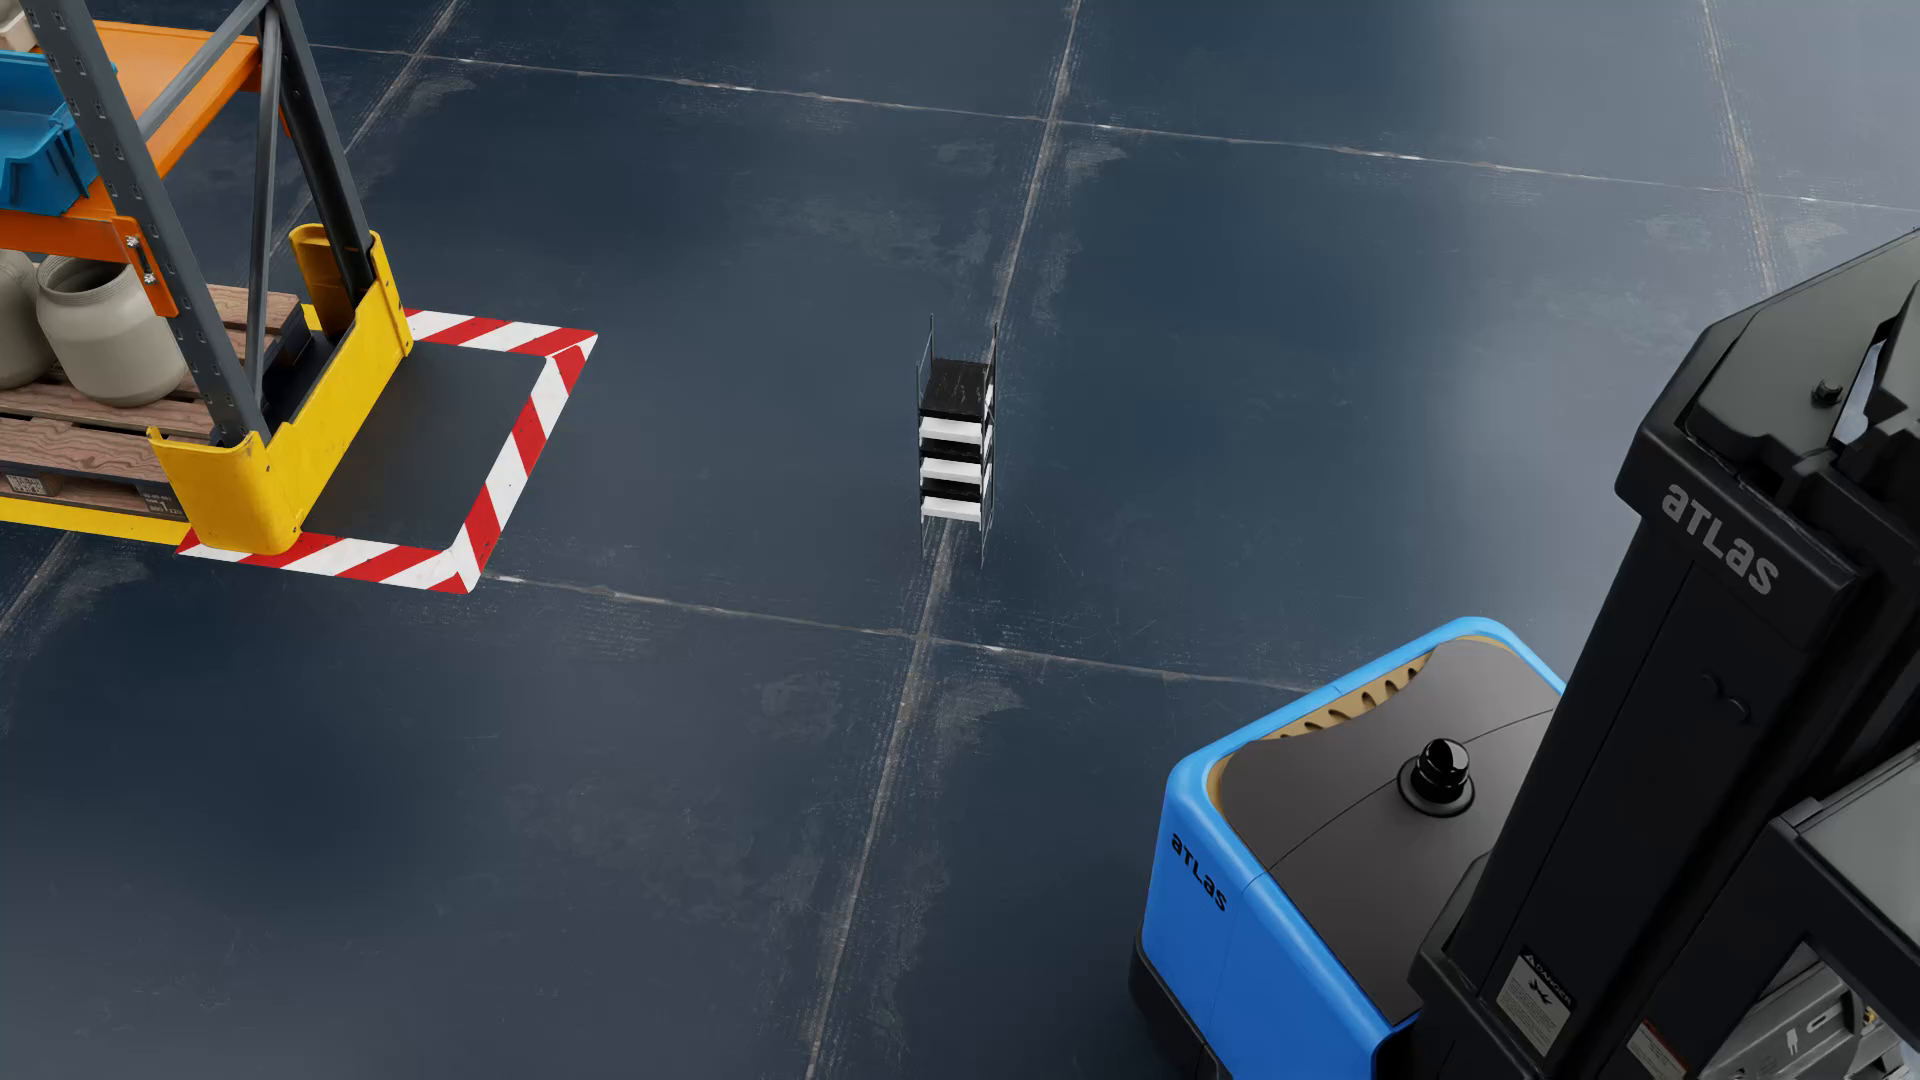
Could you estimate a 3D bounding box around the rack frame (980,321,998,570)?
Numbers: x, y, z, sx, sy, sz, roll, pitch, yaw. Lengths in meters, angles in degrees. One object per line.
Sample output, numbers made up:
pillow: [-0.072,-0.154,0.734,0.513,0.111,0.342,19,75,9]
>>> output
rack frame: [0.092,-0.288,5.404,0.006,0.900,0.240,8,49,7]

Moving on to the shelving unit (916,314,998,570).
shelving unit: [-0.008,-0.302,5.416,0.210,0.900,0.258,8,49,7]

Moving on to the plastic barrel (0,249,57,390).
plastic barrel: [-3.447,-0.822,5.862,0.421,0.512,0.421,0,48,0]

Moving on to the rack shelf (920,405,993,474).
rack shelf: [-0.008,-0.340,5.374,0.200,0.077,0.258,8,49,7]

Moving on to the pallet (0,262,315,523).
pallet: [-3.175,-0.570,6.121,1.213,0.211,1.003,8,49,7]

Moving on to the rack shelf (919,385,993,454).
rack shelf: [-0.008,-0.400,5.307,0.200,0.077,0.258,8,49,7]

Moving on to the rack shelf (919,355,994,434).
rack shelf: [-0.008,-0.460,5.240,0.200,0.077,0.258,8,49,7]

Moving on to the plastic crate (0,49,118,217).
plastic crate: [-2.839,-1.213,4.923,0.616,0.251,0.499,8,49,7]

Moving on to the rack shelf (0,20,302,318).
rack shelf: [-4.261,-1.440,5.511,4.000,0.370,1.077,8,49,7]

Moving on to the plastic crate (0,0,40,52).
plastic crate: [-3.116,-1.681,5.421,0.250,0.136,0.298,8,49,7]

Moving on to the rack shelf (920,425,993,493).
rack shelf: [-0.008,-0.280,5.441,0.200,0.077,0.258,8,49,7]

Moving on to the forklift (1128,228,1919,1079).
forklift: [1.637,1.034,2.850,1.130,2.935,3.031,-23,52,-20]

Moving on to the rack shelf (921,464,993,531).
rack shelf: [-0.008,-0.159,5.575,0.200,0.077,0.258,8,49,7]

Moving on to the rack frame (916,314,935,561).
rack frame: [-0.108,-0.315,5.428,0.006,0.900,0.240,8,49,7]

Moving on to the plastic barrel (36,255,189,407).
plastic barrel: [-2.954,-0.755,5.802,0.421,0.512,0.421,0,48,0]

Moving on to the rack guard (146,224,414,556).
rack guard: [-2.376,-0.556,5.913,0.348,0.500,1.175,8,49,7]

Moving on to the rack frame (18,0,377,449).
rack frame: [-2.293,-1.415,5.005,0.127,3.000,1.000,8,49,7]

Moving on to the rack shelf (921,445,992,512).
rack shelf: [-0.008,-0.219,5.508,0.200,0.077,0.258,8,49,7]
